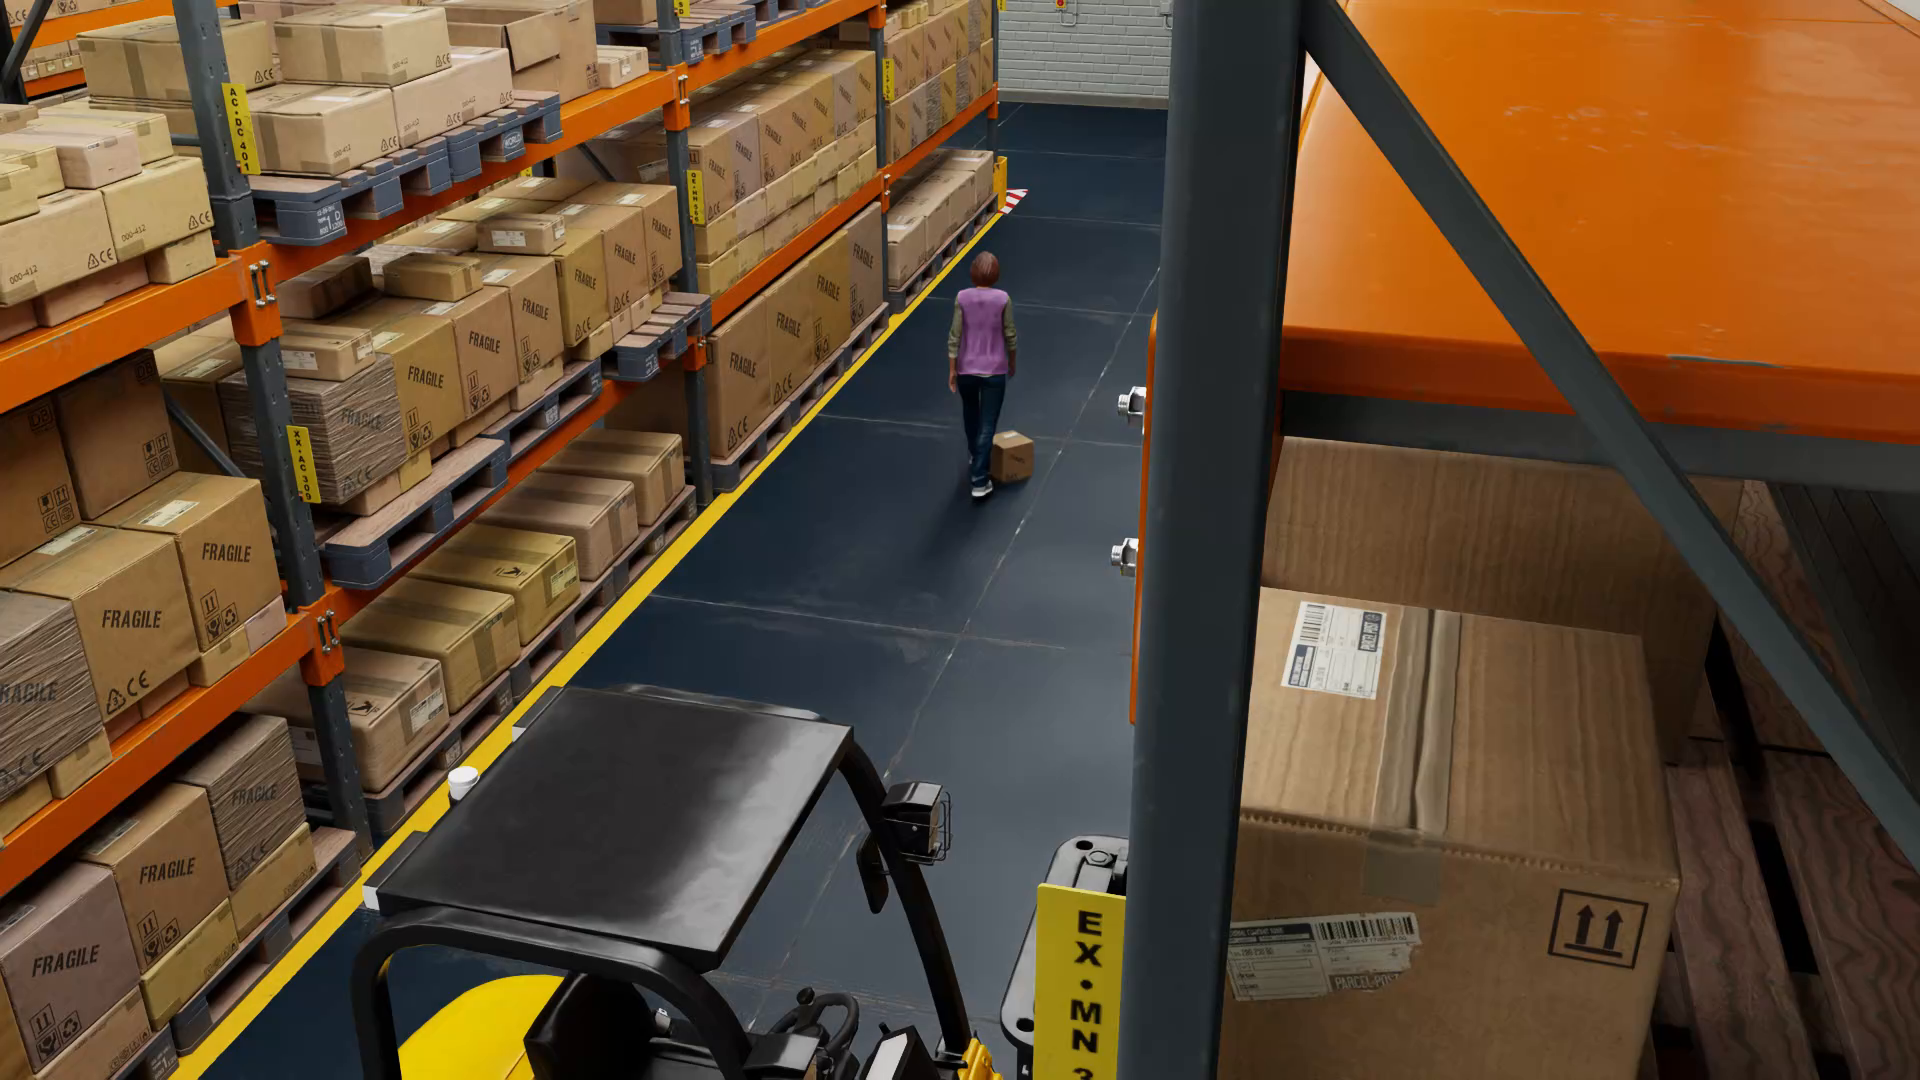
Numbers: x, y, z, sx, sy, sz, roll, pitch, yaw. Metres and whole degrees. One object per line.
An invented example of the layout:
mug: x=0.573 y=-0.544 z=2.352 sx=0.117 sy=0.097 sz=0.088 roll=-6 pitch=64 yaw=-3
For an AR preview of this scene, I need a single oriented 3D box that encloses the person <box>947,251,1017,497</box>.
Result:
person: x=0.150 y=-1.116 z=10.953 sx=0.436 sy=1.575 sz=0.880 roll=5 pitch=26 yaw=10
